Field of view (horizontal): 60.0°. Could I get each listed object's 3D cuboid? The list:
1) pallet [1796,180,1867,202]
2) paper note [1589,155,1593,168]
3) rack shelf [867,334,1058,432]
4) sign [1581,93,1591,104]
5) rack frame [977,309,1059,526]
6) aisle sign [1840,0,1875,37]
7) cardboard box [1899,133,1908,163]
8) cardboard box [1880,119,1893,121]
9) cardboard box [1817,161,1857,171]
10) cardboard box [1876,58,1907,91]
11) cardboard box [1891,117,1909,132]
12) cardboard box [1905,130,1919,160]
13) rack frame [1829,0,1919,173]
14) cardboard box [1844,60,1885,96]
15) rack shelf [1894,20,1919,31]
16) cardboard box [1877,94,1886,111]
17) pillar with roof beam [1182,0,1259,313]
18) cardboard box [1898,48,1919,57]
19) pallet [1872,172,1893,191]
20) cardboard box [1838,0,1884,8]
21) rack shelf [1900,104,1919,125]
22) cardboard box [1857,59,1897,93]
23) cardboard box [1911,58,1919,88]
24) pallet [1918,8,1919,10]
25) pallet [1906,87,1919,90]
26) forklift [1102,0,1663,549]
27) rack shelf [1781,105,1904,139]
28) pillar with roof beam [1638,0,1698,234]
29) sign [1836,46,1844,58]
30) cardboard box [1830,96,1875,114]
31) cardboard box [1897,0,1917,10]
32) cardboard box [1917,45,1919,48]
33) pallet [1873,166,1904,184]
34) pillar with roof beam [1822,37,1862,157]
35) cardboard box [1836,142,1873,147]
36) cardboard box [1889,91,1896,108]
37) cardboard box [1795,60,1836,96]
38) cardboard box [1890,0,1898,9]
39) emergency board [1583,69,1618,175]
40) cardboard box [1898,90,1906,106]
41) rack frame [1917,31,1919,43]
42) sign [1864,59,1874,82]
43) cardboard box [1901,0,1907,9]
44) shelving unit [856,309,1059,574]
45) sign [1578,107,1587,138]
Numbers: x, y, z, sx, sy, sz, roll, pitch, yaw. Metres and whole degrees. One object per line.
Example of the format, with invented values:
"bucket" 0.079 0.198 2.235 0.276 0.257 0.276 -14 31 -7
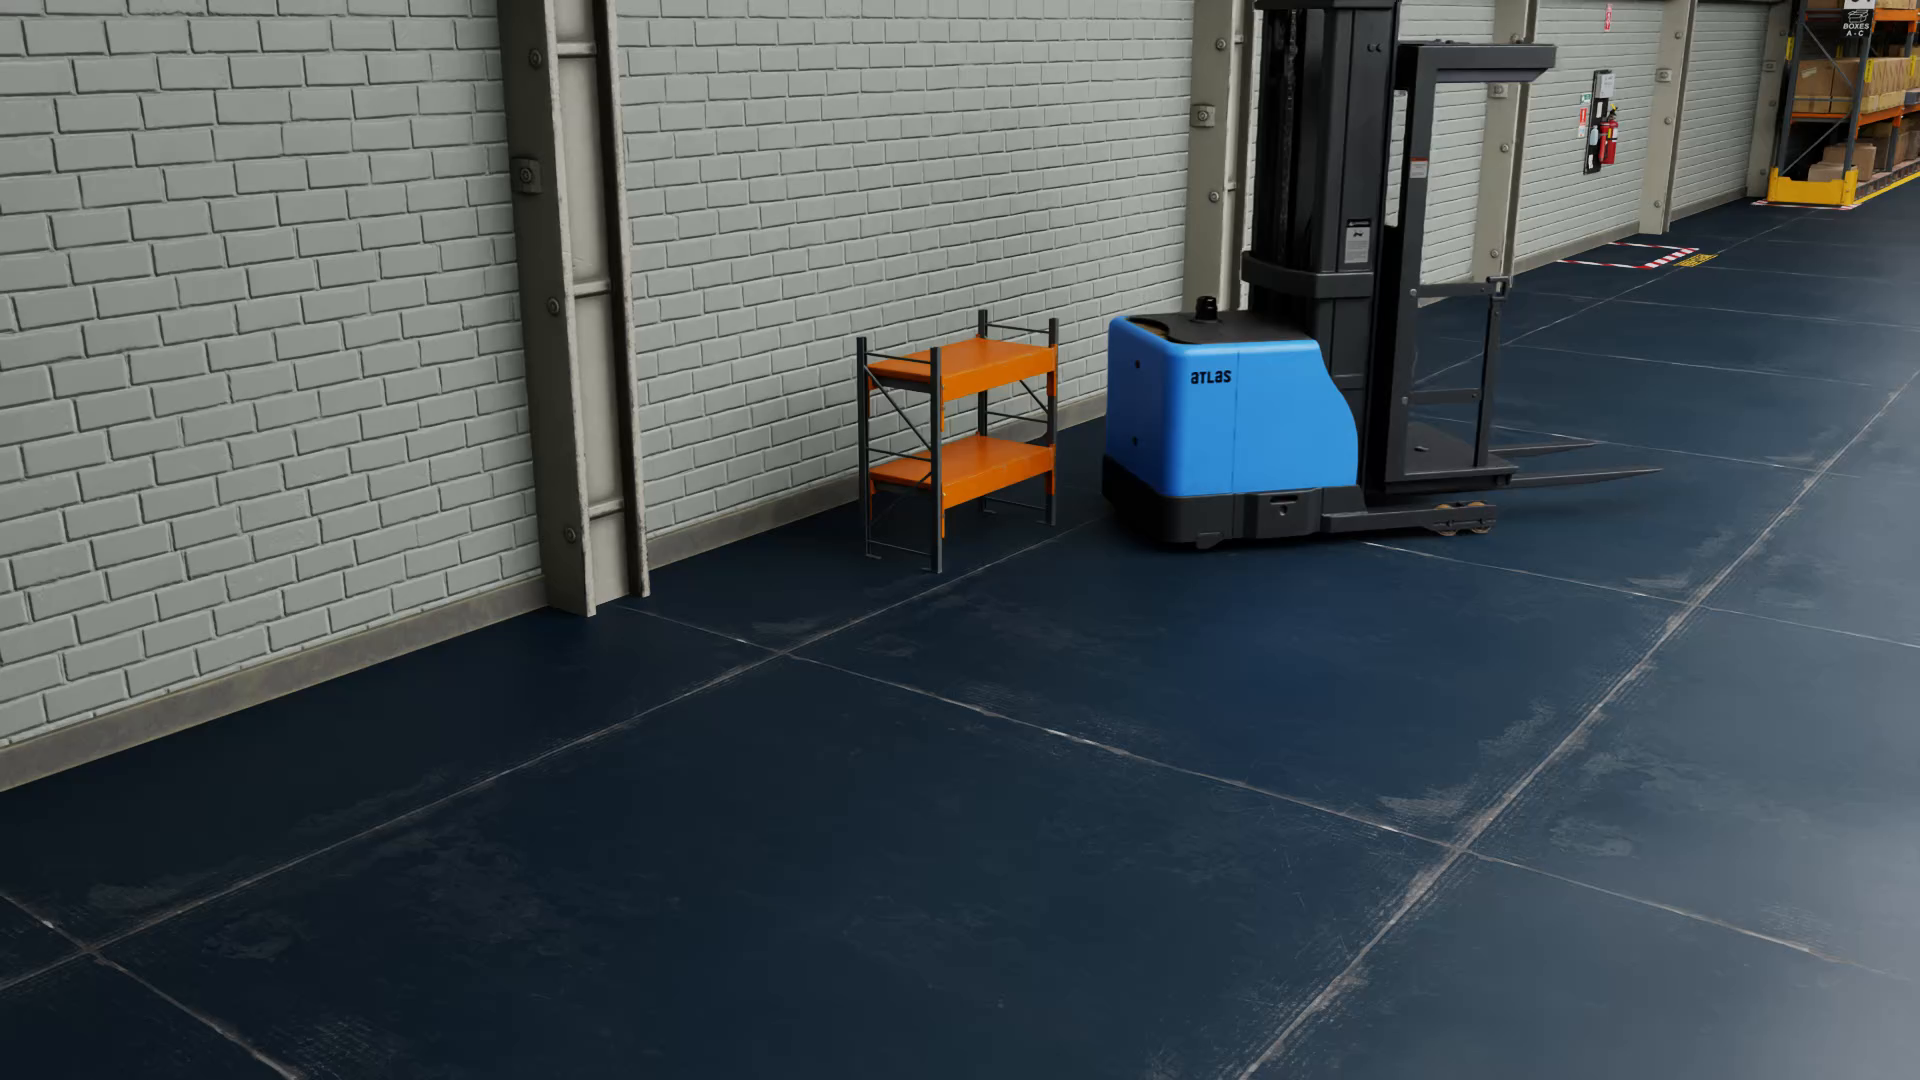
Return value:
"pallet" 13.425 -5.424 25.855 1.003 0.211 1.213 12 21 35
"paper note" 7.351 -4.409 19.368 0.016 0.148 0.142 12 21 35
"rack shelf" 0.004 -0.818 8.495 0.538 0.278 1.000 12 21 35
"sign" 7.109 -5.015 18.883 0.001 0.109 0.331 12 21 35
"rack frame" 0.307 -0.660 8.972 0.500 1.125 0.032 12 21 35
"aisle sign" 13.066 -7.722 24.169 0.394 0.787 0.004 12 21 35
"cardboard box" 16.573 -7.066 29.914 0.700 0.500 0.500 12 21 34
"cardboard box" 16.243 -7.286 29.357 0.500 0.250 0.500 12 21 33
"cardboard box" 13.692 -5.761 26.030 0.500 0.311 0.500 15 22 39
"cardboard box" 14.925 -7.512 26.832 0.500 0.500 0.500 12 21 34
"cardboard box" 16.857 -7.525 30.127 0.500 0.250 0.500 13 21 36
"cardboard box" 17.247 -7.292 30.640 0.700 0.500 0.500 13 21 35
"rack frame" 15.251 -7.503 27.848 1.000 3.000 0.127 12 21 35
"cardboard box" 13.696 -7.023 25.257 0.500 0.500 0.500 12 21 35
"rack shelf" 18.826 -10.021 32.112 1.077 0.370 4.000 12 21 35
"cardboard box" 14.019 -6.795 25.787 0.500 0.250 0.500 12 21 34
"pillar with roof beam" 5.322 -4.687 8.664 9.100 9.000 0.400 12 21 35
"cardboard box" 17.273 -8.857 30.203 0.380 0.149 0.250 9 19 26
"pallet" 14.879 -6.005 27.726 1.003 0.211 1.213 12 21 35
"cardboard box" 13.268 -8.076 24.432 0.500 0.500 0.500 13 22 36
"rack shelf" 16.442 -7.636 29.489 1.077 0.370 4.000 12 21 35
"cardboard box" 14.307 -7.270 26.052 0.500 0.500 0.500 13 22 36
"cardboard box" 16.287 -8.171 29.086 0.700 0.500 0.500 16 24 42
"pallet" 15.704 -8.974 27.844 1.213 0.211 1.003 12 21 35
"pallet" 16.488 -7.886 29.403 1.003 0.211 1.213 12 21 35
"forklift" 2.370 -1.567 8.849 3.031 2.935 1.130 -4 18 -13
"rack shelf" 14.059 -6.683 26.421 1.077 0.370 4.000 12 21 35
"pillar with roof beam" 12.472 -7.545 17.868 9.100 9.000 0.400 12 21 35
"sign" 14.803 -8.154 27.990 0.100 0.325 0.005 12 21 35
"cardboard box" 13.413 -6.549 24.993 0.500 0.250 0.500 12 21 33
"cardboard box" 15.147 -8.829 26.856 0.500 0.500 0.500 13 22 36
"cardboard box" 18.129 -9.083 30.967 0.500 0.250 0.500 13 22 36
"pallet" 15.714 -6.357 28.860 1.003 0.211 1.213 12 21 35
"pillar with roof beam" 19.622 -10.404 27.072 9.100 9.000 0.400 12 21 35
"cardboard box" 14.665 -6.265 27.335 0.500 0.500 0.500 11 20 31
"cardboard box" 14.621 -7.035 26.560 0.500 0.250 0.500 12 21 34
"cardboard box" 12.978 -6.997 25.171 0.500 0.500 0.500 12 21 34
"cardboard box" 13.922 -8.322 25.224 0.500 0.500 0.500 14 22 37
"emergency board" 7.512 -4.859 19.334 0.194 1.169 0.643 12 21 35
"cardboard box" 15.212 -7.275 27.332 0.500 0.250 0.500 12 21 35
"rack frame" 20.017 -9.409 33.984 1.000 3.000 0.127 12 21 35
"sign" 13.303 -6.868 24.343 0.100 0.325 0.005 12 21 35
"cardboard box" 14.537 -8.572 26.030 0.500 0.500 0.500 11 21 33
"shelving unit" 0.004 -0.539 8.582 0.538 1.125 1.048 12 21 35
"sign" 7.099 -4.763 18.963 0.001 0.329 0.234 12 21 35
